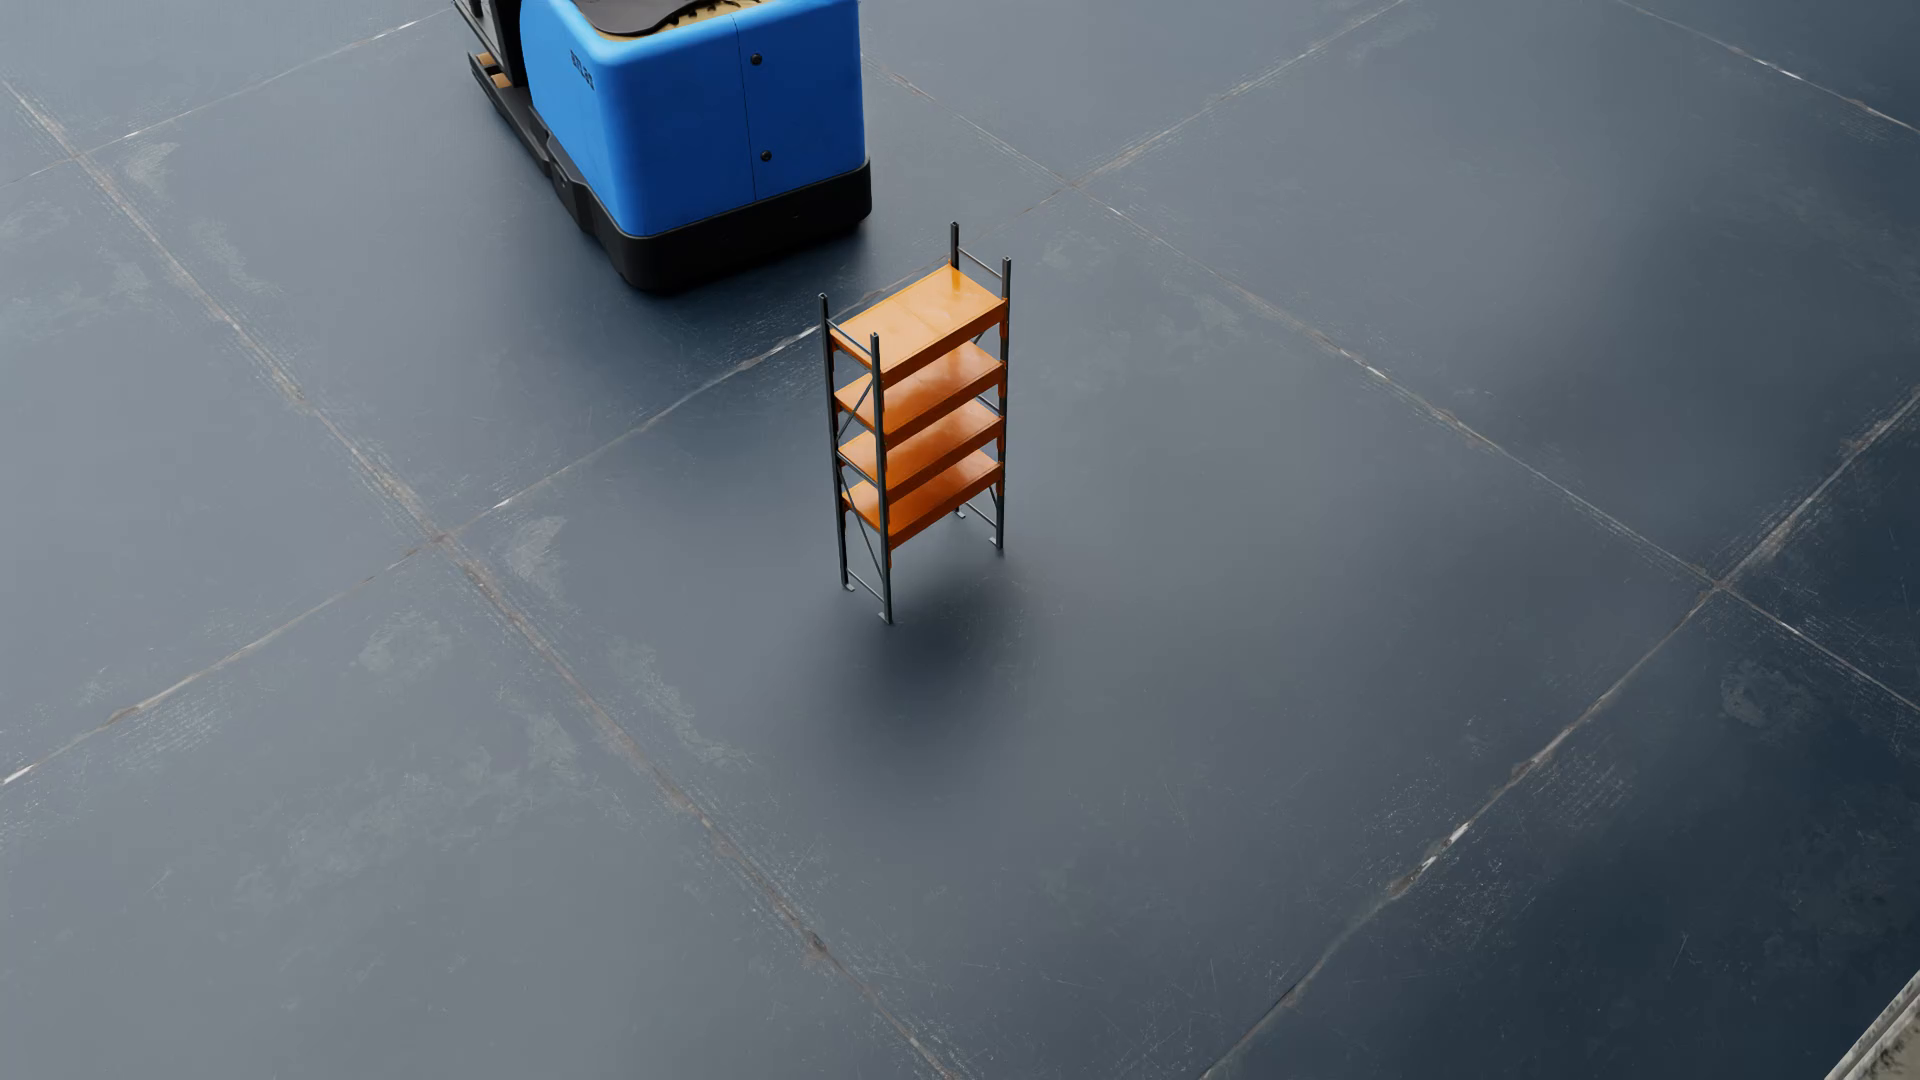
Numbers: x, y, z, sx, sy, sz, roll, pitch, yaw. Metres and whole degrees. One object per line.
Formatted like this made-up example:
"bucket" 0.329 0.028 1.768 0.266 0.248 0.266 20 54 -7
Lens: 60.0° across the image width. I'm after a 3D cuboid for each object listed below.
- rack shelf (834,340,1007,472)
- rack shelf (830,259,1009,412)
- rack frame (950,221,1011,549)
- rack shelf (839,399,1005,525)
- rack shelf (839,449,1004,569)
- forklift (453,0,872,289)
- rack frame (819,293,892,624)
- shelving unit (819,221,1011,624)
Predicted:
"rack shelf" -0.122 -0.431 4.947 0.480 0.148 0.258 -34 56 -27
"rack shelf" -0.122 -0.591 4.774 0.480 0.148 0.258 -34 56 -27
"rack frame" 0.058 -0.446 5.174 0.015 1.200 0.240 -34 56 -27
"rack shelf" -0.122 -0.279 5.112 0.480 0.148 0.258 -34 56 -27
"rack shelf" -0.122 -0.145 5.258 0.480 0.148 0.258 -34 56 -27
"forklift" -1.523 -3.032 6.382 1.130 2.935 3.031 -23 51 -20
"rack frame" -0.303 -0.204 4.951 0.015 1.200 0.240 -34 56 -27
"shelving unit" -0.122 -0.325 5.062 0.503 1.200 0.258 -34 56 -27
